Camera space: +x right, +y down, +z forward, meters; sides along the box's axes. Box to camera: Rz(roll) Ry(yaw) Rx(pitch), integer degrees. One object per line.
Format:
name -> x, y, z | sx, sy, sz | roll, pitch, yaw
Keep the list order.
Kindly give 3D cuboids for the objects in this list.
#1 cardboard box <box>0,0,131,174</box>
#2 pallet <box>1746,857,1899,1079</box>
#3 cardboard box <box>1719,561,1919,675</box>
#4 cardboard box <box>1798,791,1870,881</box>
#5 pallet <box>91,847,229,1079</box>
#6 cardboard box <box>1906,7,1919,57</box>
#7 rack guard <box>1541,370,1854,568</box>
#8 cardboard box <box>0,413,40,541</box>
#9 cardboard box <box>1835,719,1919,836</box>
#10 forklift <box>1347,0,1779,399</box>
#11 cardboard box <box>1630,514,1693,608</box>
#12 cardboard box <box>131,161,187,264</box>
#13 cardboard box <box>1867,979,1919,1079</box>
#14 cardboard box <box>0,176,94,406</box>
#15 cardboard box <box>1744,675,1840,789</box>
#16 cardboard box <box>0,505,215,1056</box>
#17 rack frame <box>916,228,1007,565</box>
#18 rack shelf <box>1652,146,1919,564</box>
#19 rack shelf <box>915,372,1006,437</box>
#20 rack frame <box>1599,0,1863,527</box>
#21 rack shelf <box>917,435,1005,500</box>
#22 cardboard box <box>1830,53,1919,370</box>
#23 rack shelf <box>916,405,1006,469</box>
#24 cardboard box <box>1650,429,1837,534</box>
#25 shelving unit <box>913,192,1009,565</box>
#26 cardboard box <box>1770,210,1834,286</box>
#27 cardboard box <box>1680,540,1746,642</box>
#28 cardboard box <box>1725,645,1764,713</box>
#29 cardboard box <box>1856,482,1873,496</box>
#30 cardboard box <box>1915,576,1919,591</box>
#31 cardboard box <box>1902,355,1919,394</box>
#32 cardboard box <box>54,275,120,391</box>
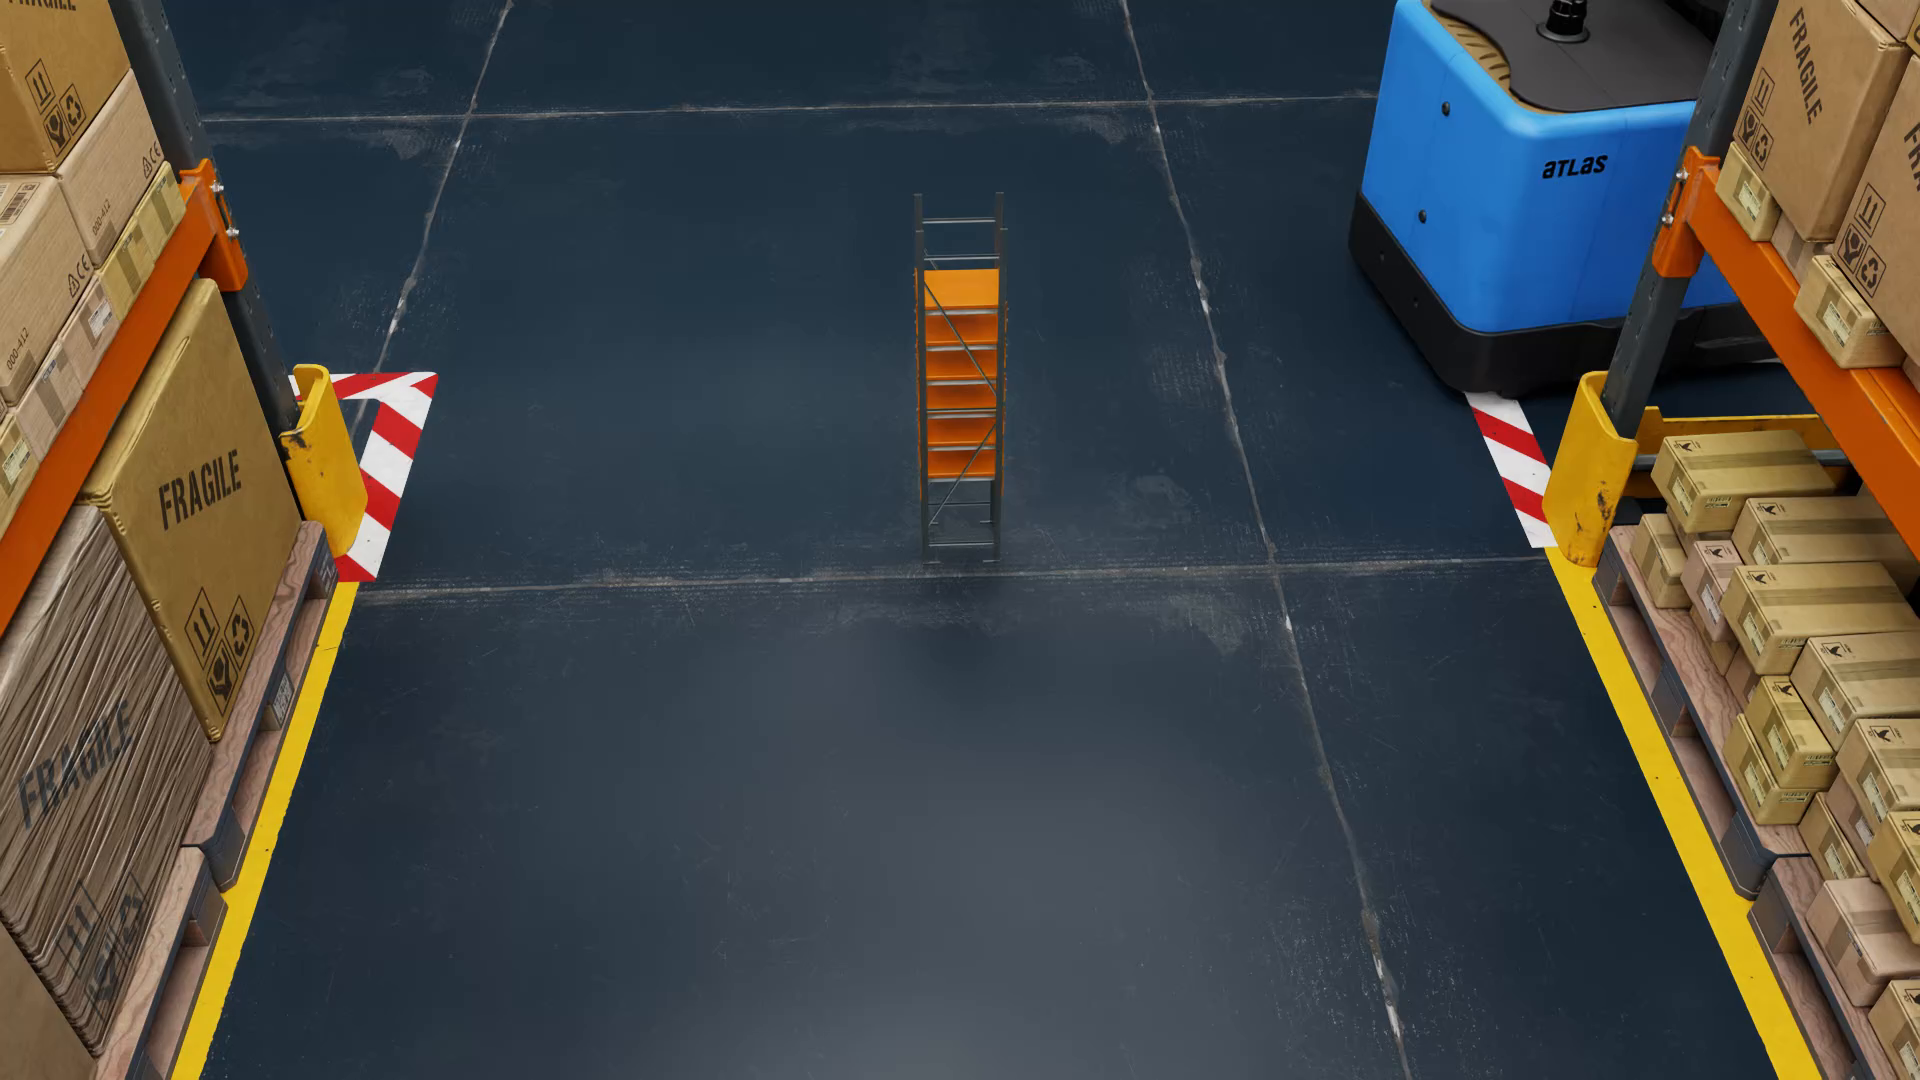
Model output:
cardboard box -> -2.215, -1.138, 3.607 | 0.500, 0.500, 0.500 | -1, 43, -1
pallet -> 2.513, 1.248, 3.733 | 1.003, 0.211, 1.213 | -2, 43, -2
cardboard box -> 2.159, 0.194, 4.177 | 0.380, 0.149, 0.250 | -2, 43, -2
cardboard box -> 2.282, 0.743, 4.018 | 0.380, 0.149, 0.250 | -2, 43, -2
pallet -> -2.337, 1.259, 3.721 | 1.003, 0.211, 1.213 | -2, 43, -2
cardboard box -> 2.244, -1.066, 3.160 | 0.500, 0.500, 0.500 | -1, 43, -1
rack guard -> 2.465, -0.230, 5.131 | 1.175, 0.500, 0.348 | -2, 43, -2
cardboard box -> -2.109, -0.115, 3.342 | 0.380, 0.149, 0.250 | -3, 43, -3
cardboard box -> 2.255, 0.547, 3.792 | 0.380, 0.149, 0.250 | 0, 43, 0
forklift -> 3.056, -2.075, 5.344 | 3.031, 2.935, 1.130 | -8, 43, -9
cardboard box -> 2.164, 0.056, 4.768 | 0.380, 0.149, 0.250 | -1, 43, -1
cardboard box -> -2.154, -0.805, 4.094 | 0.380, 0.149, 0.250 | -1, 43, -1
cardboard box -> 2.243, 1.100, 3.629 | 0.380, 0.149, 0.250 | -2, 43, -2
cardboard box -> -2.191, -0.521, 3.489 | 0.500, 0.250, 0.500 | -2, 43, -3
cardboard box -> 2.184, 0.470, 4.096 | 0.380, 0.149, 0.250 | 0, 43, 0
cardboard box -> -2.352, 0.544, 3.698 | 0.875, 0.875, 0.875 | -2, 43, -2
rack frame -> 0.005, -0.371, 4.767 | 0.240, 1.200, 0.006 | -2, 43, -2
rack shelf -> 2.547, 0.413, 3.112 | 1.077, 0.370, 4.000 | -2, 43, -2
rack shelf -> 0.001, -0.400, 4.864 | 0.258, 0.103, 0.180 | -2, 43, -2
rack frame -> 2.462, -1.203, 4.342 | 1.000, 3.000, 0.127 | -2, 43, -2
rack shelf -> 0.001, -0.223, 5.026 | 0.258, 0.103, 0.180 | -2, 43, -2
cardboard box -> 2.253, -0.677, 3.475 | 0.500, 0.500, 0.500 | -2, 43, -2
rack shelf -> 0.001, -0.311, 4.945 | 0.258, 0.103, 0.180 | -2, 43, -2
cardboard box -> 2.145, -0.162, 4.566 | 0.380, 0.149, 0.250 | -3, 43, -4
shelving unit -> 0.001, -0.433, 4.834 | 0.258, 1.200, 0.189 | -2, 43, -2
cardboard box -> 2.200, -0.711, 3.992 | 0.380, 0.149, 0.250 | 0, 43, 0
cardboard box -> 2.183, 0.131, 4.466 | 0.380, 0.149, 0.250 | -2, 43, -2
cardboard box -> 2.275, 0.398, 4.395 | 0.380, 0.149, 0.250 | -1, 43, -1
cardboard box -> 2.769, -0.068, 4.683 | 0.380, 0.149, 0.250 | -3, 43, -3
cardboard box -> 2.691, -0.004, 4.394 | 0.380, 0.149, 0.250 | -1, 43, -1
cardboard box -> 2.306, -0.357, 3.605 | 0.380, 0.149, 0.250 | 0, 43, 0
cardboard box -> -2.131, -0.459, 3.717 | 0.380, 0.149, 0.250 | -2, 43, -2
